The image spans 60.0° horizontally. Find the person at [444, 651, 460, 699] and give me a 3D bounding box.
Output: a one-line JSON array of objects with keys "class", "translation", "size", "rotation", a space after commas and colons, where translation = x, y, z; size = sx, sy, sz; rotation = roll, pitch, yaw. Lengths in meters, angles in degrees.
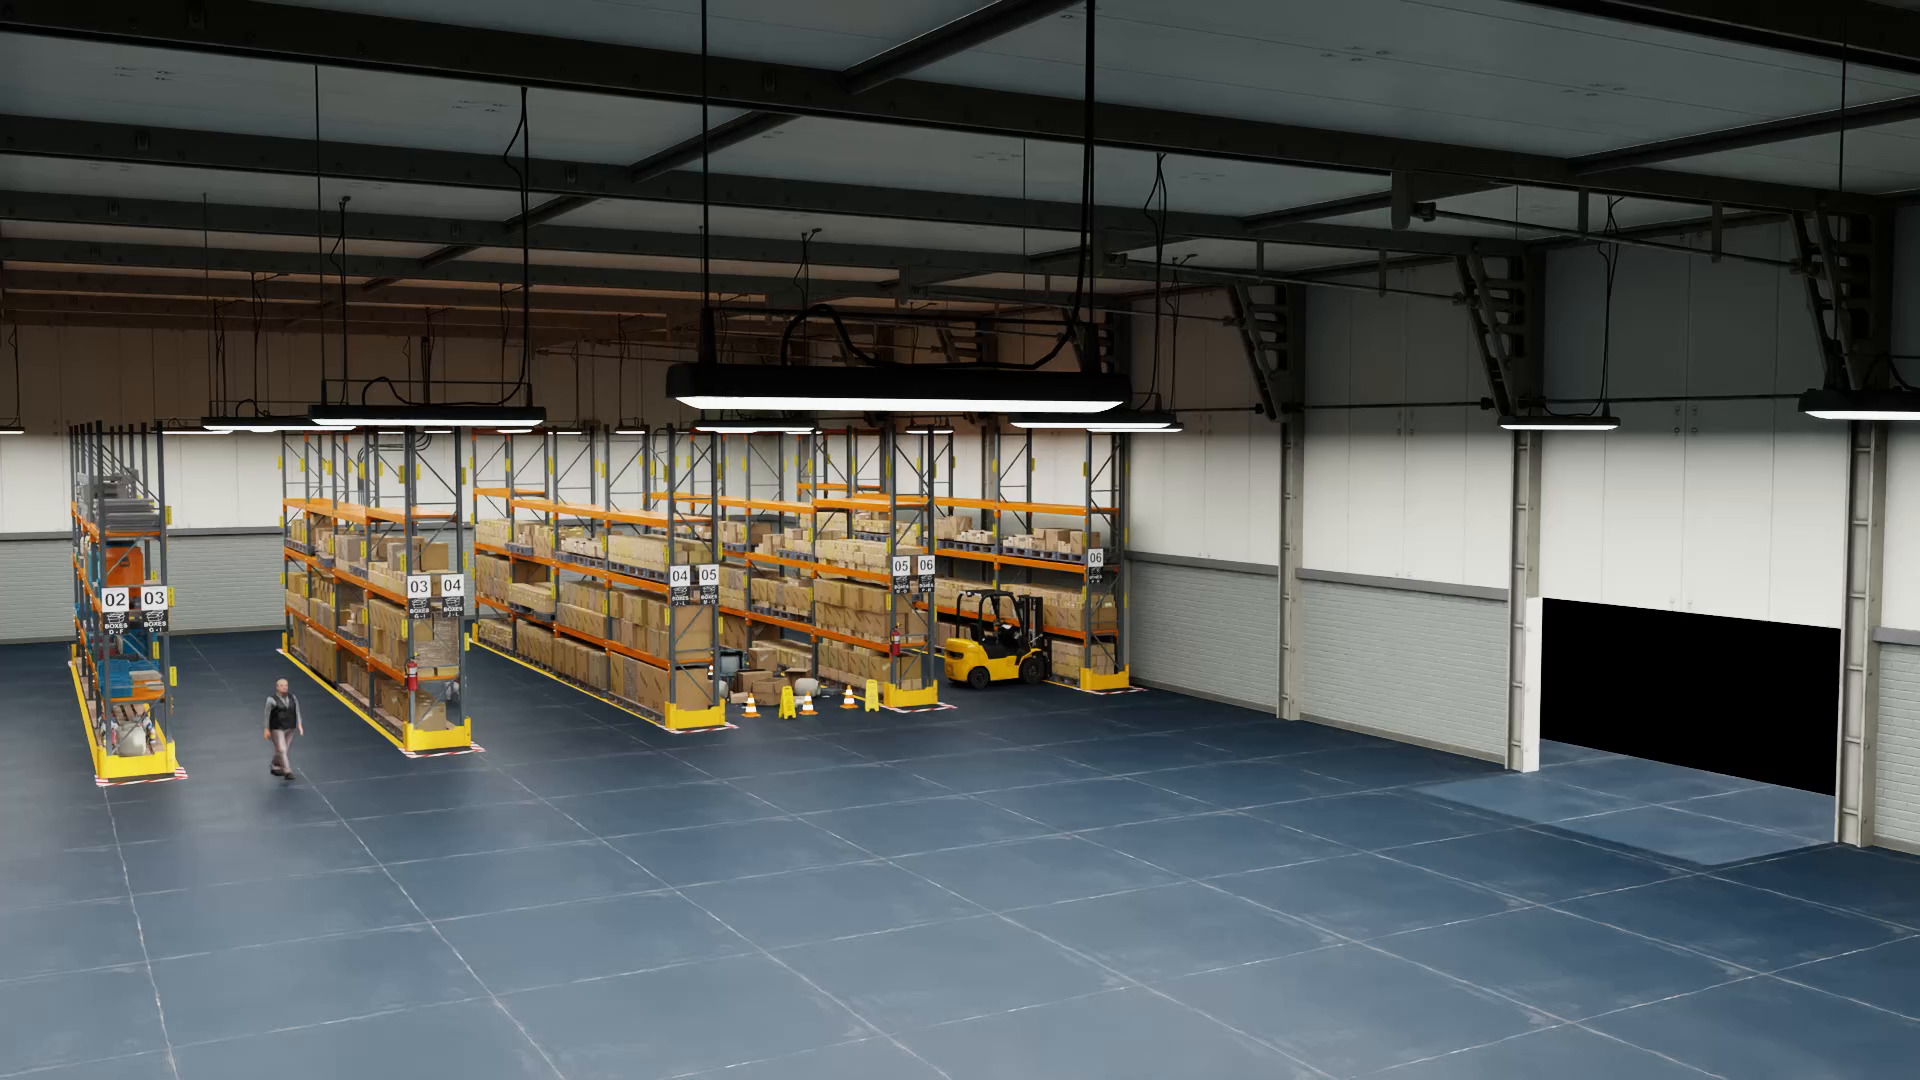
[{"class": "person", "translation": [-11.175, 2.643, 36.385], "size": [0.545, 1.652, 0.513], "rotation": [-1, 4, -19]}]

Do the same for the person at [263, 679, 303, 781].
[{"class": "person", "translation": [-11.233, 3.150, 27.687], "size": [1.054, 1.663, 0.570], "rotation": [2, 4, 32]}]
